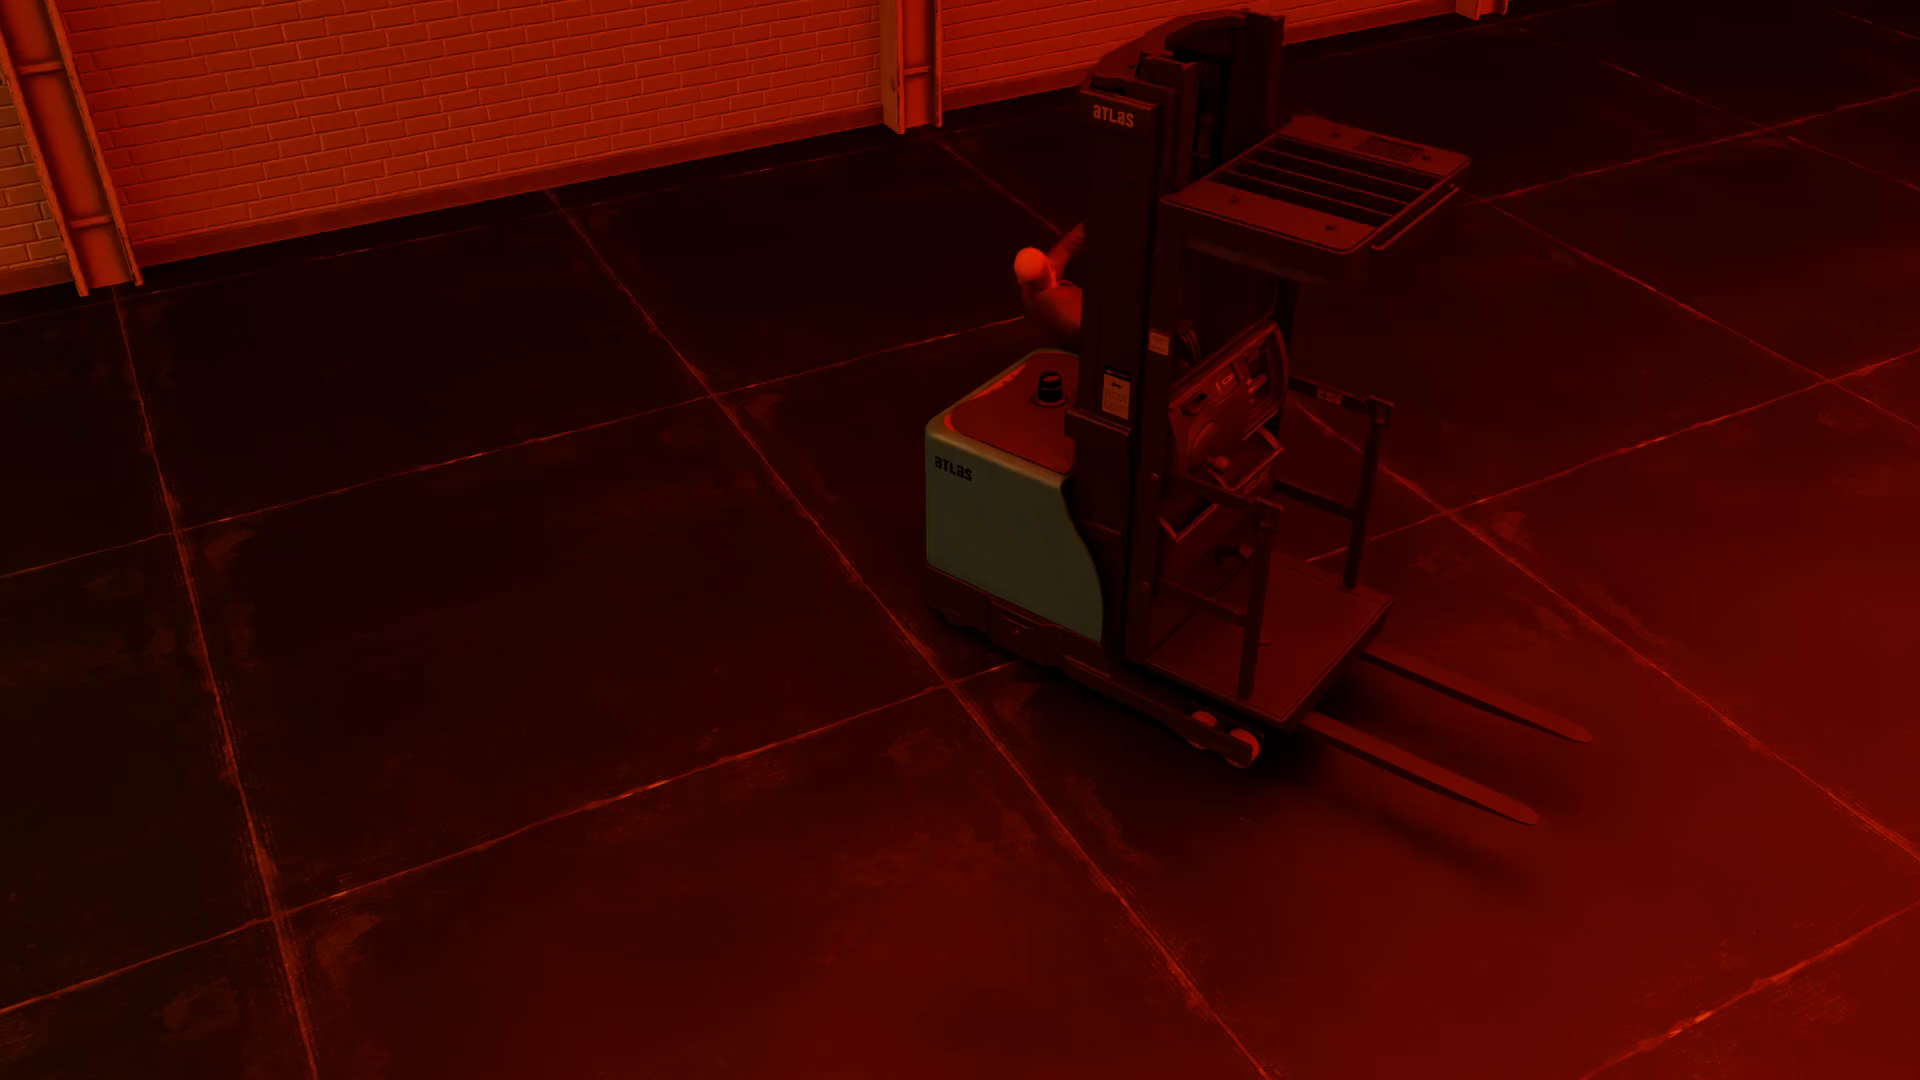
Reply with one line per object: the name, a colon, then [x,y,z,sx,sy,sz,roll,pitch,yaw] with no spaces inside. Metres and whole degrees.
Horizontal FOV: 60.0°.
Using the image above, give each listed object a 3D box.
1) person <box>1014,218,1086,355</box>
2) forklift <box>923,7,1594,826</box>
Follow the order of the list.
person: [0.767,-0.827,8.430,1.129,1.582,0.754,26,43,32]
forklift: [1.301,-0.555,6.908,3.031,2.935,1.130,24,42,30]
